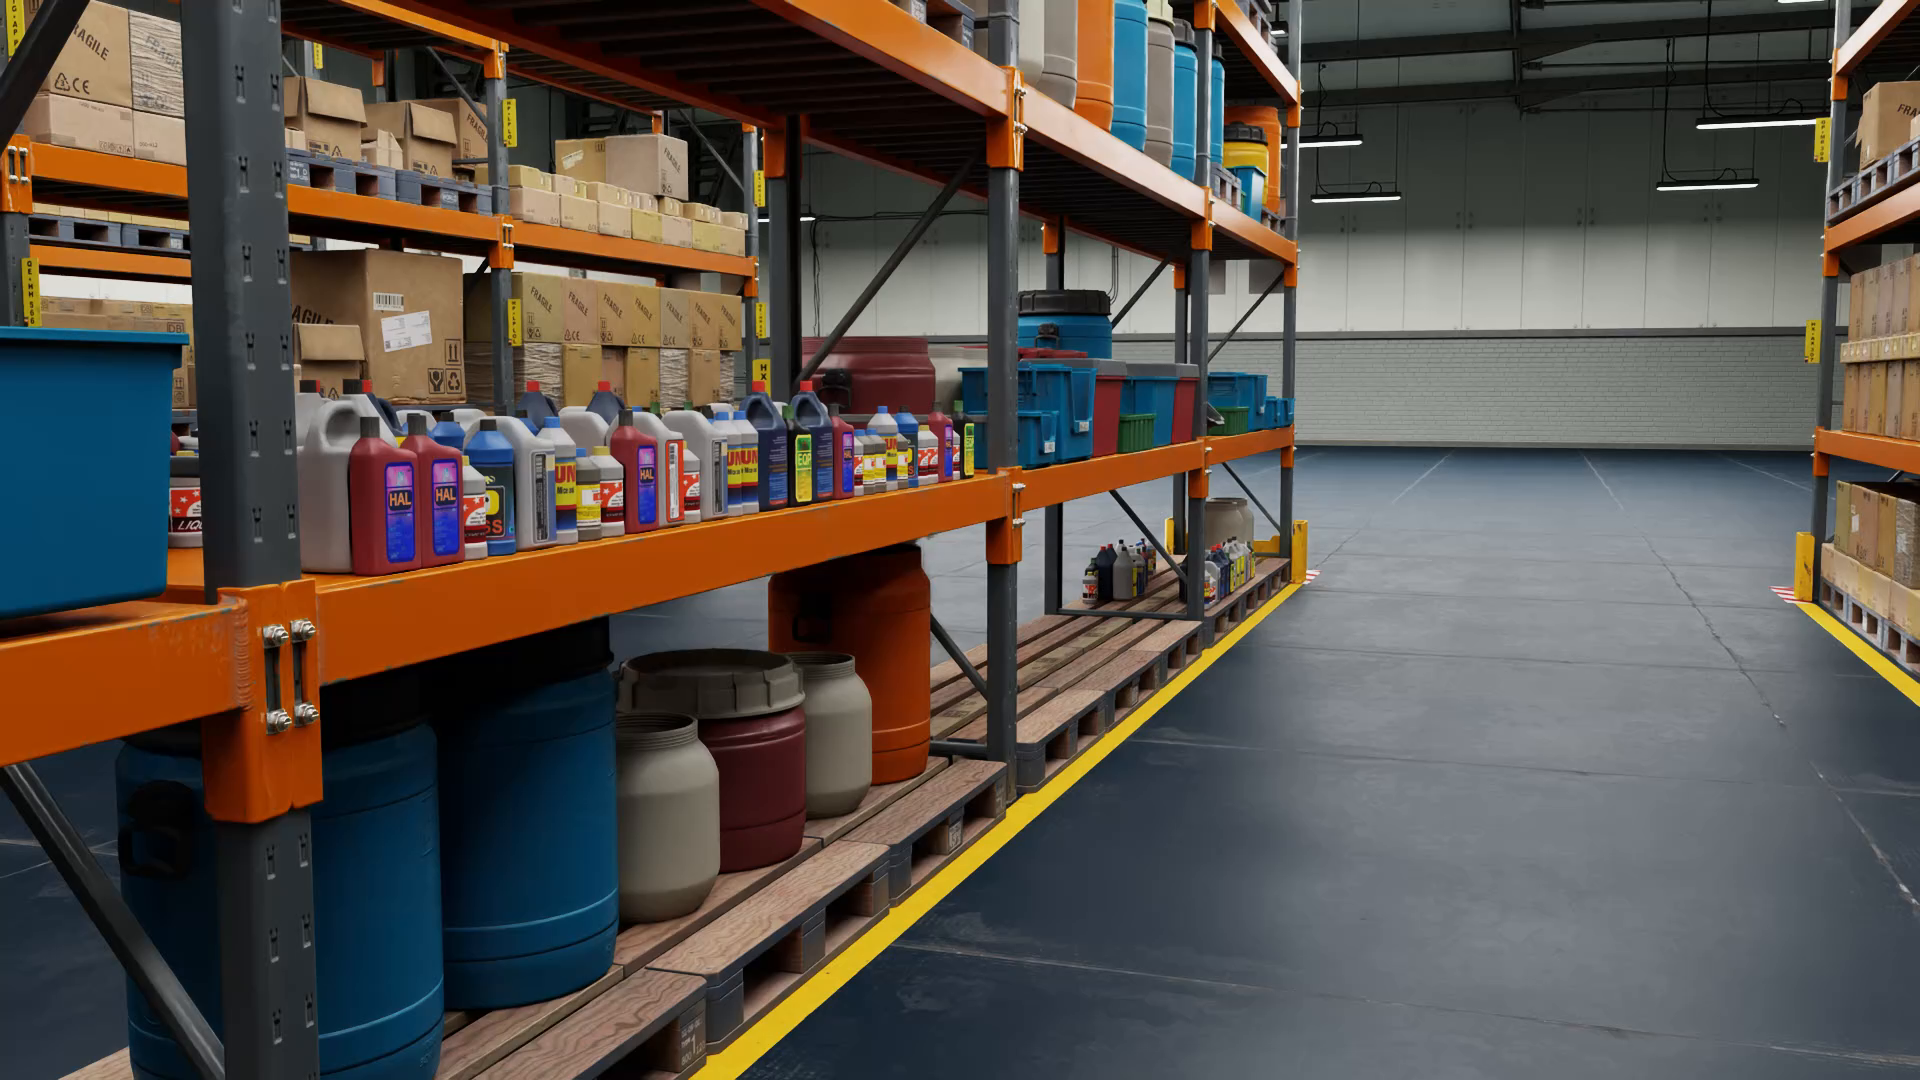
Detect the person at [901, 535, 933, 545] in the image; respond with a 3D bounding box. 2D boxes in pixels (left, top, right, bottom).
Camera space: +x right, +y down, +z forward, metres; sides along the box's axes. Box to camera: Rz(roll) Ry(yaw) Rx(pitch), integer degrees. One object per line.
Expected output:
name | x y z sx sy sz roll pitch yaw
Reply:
person | -0.464 -0.171 10.459 0.521 1.706 0.666 -2 6 -19
